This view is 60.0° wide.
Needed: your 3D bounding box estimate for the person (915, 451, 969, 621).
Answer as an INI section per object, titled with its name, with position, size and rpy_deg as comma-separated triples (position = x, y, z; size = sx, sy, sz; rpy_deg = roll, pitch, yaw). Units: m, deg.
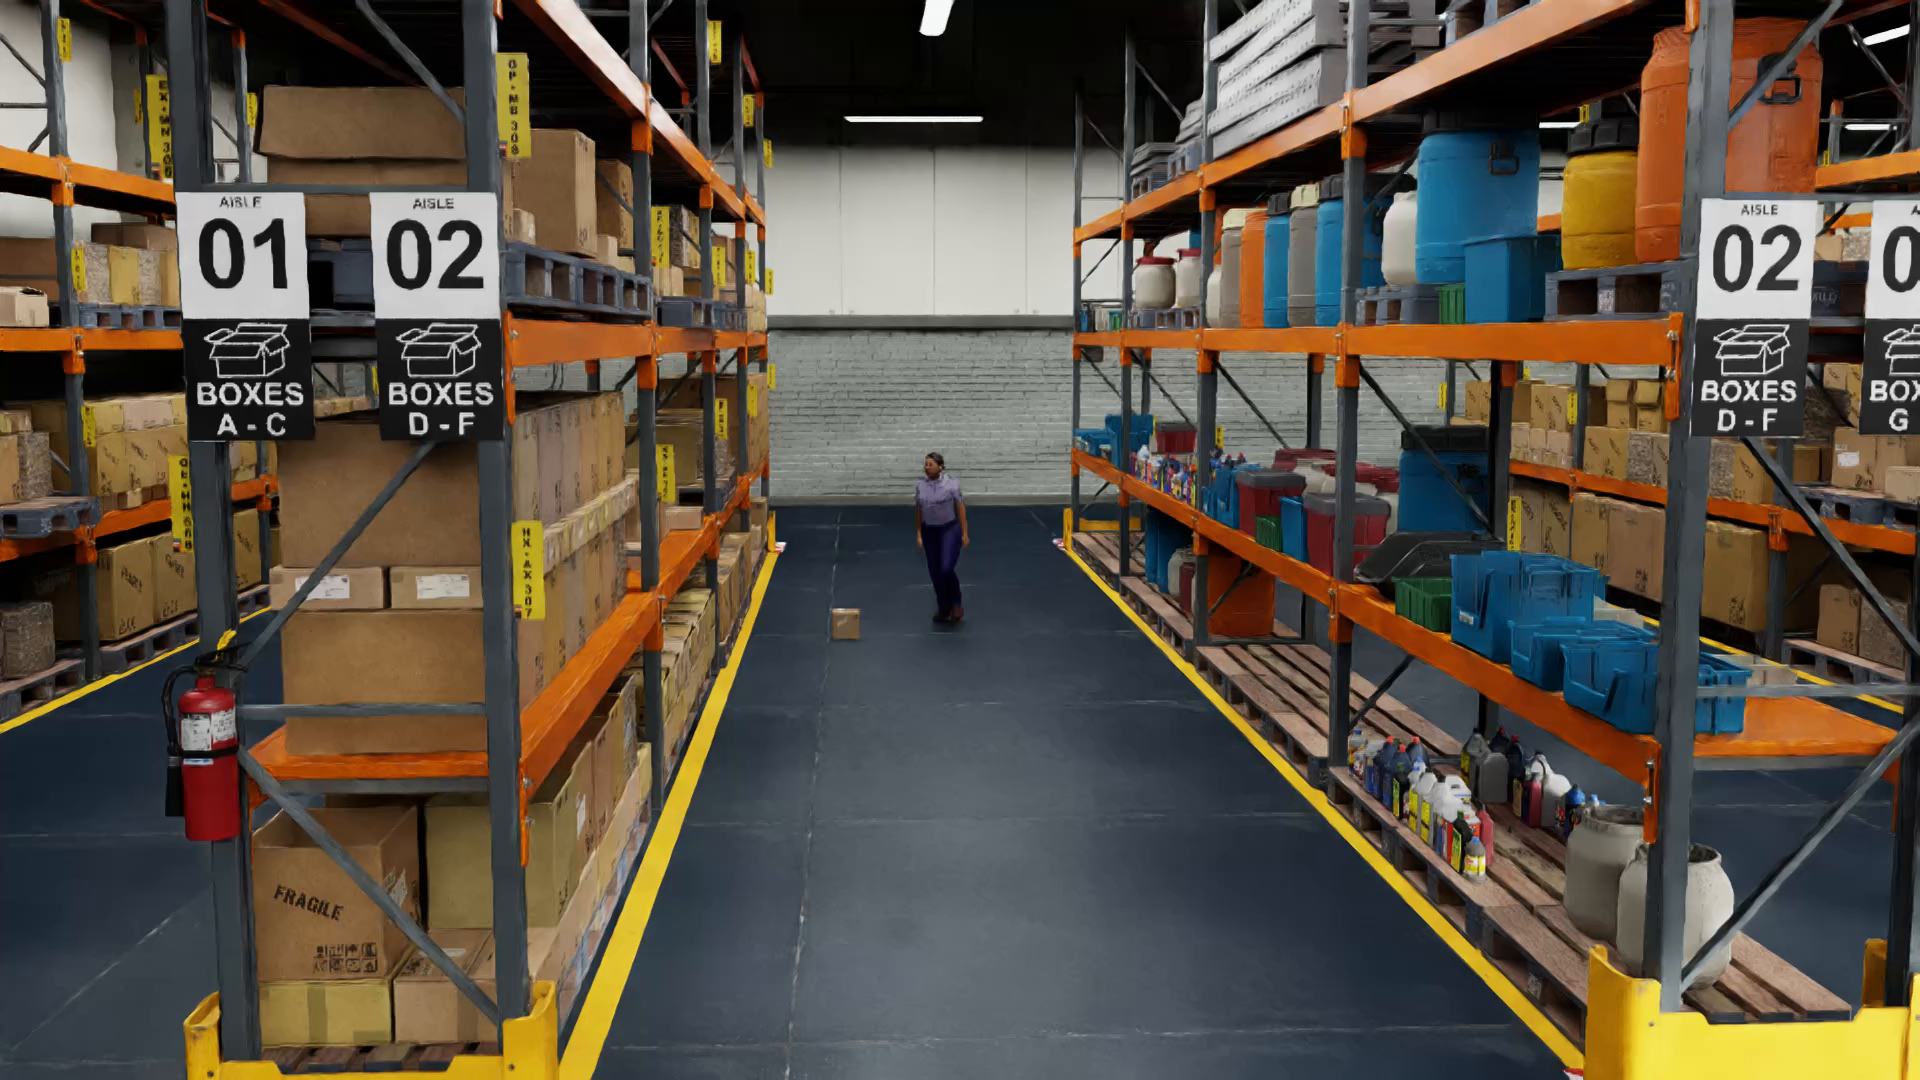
[person]
position = -0.199, -0.036, 15.990
size = 0.509, 1.636, 0.486
rpy_deg = 3, 8, 26
